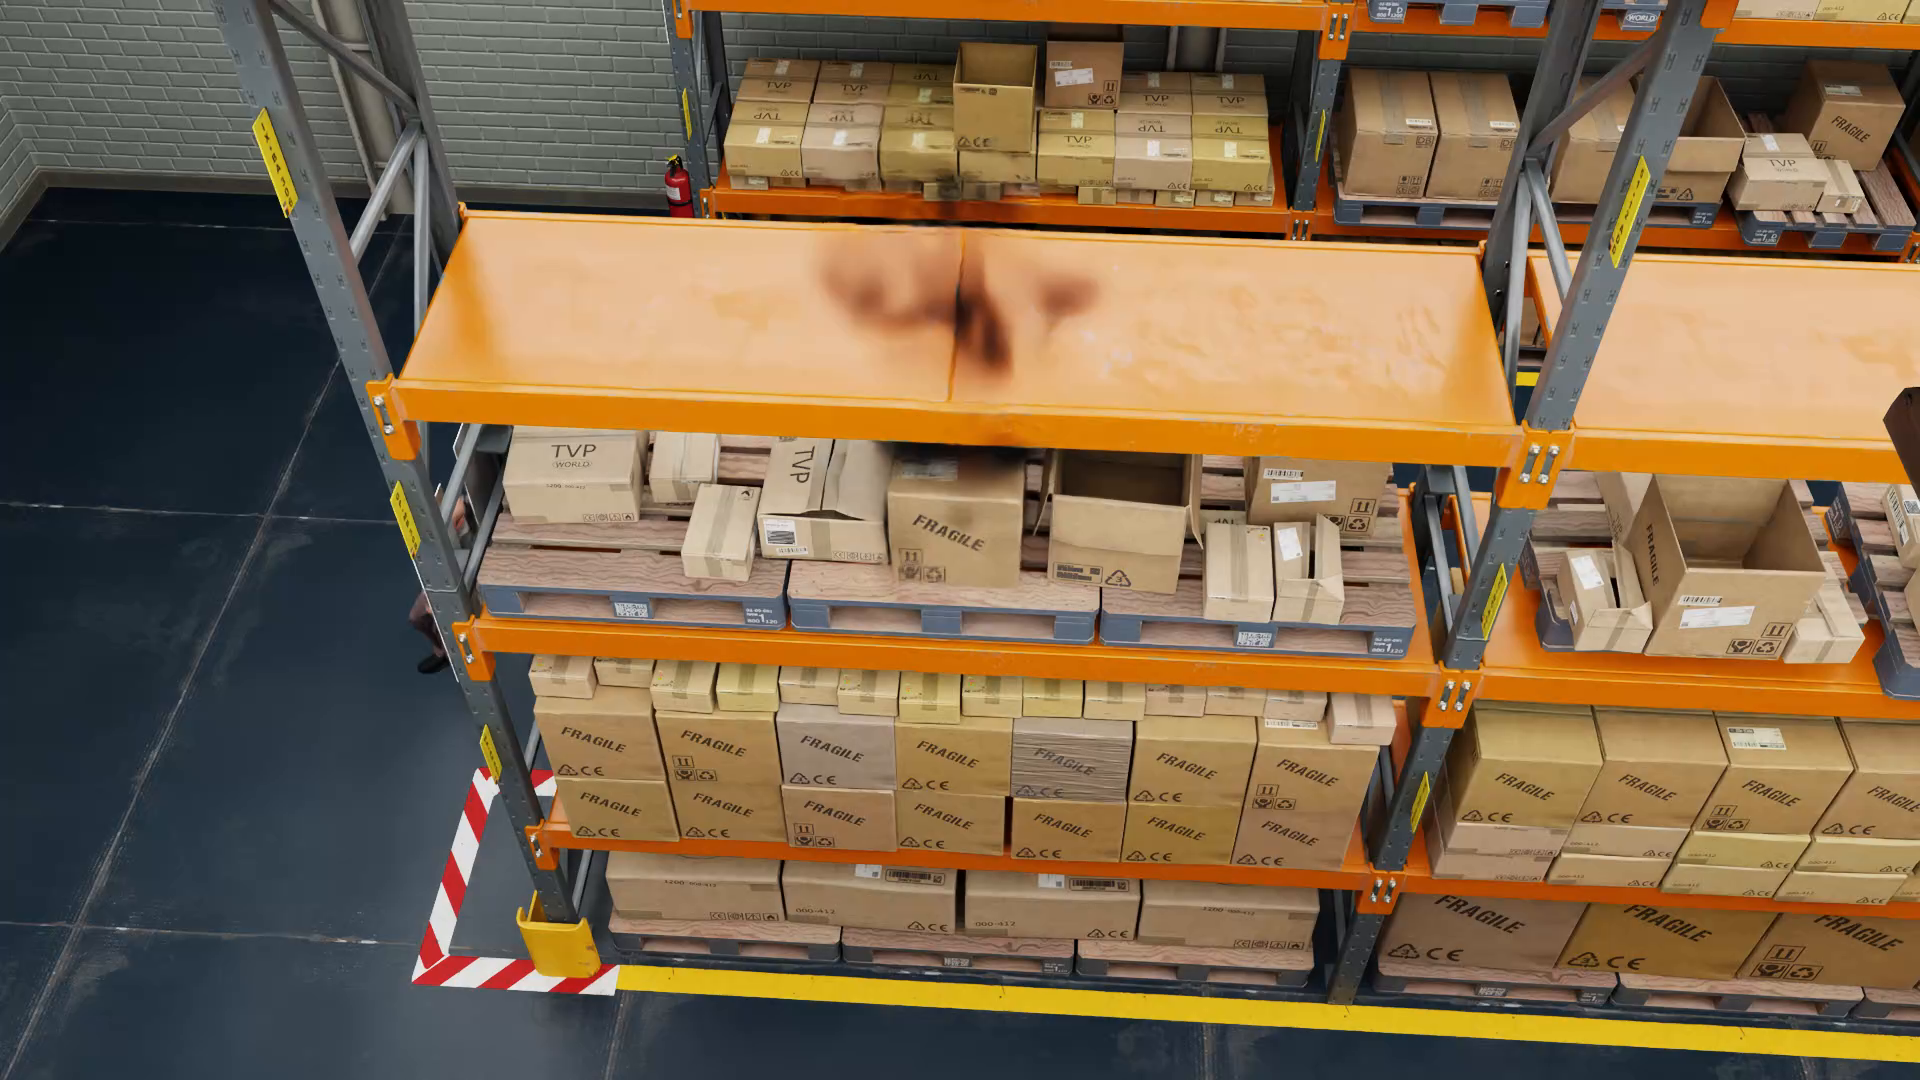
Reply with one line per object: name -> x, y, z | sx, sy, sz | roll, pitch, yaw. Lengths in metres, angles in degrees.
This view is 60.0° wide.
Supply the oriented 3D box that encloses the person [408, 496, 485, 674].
person -> -2.646, 0.296, 9.078 | 0.820, 1.664, 0.751 | -23, 52, -20
